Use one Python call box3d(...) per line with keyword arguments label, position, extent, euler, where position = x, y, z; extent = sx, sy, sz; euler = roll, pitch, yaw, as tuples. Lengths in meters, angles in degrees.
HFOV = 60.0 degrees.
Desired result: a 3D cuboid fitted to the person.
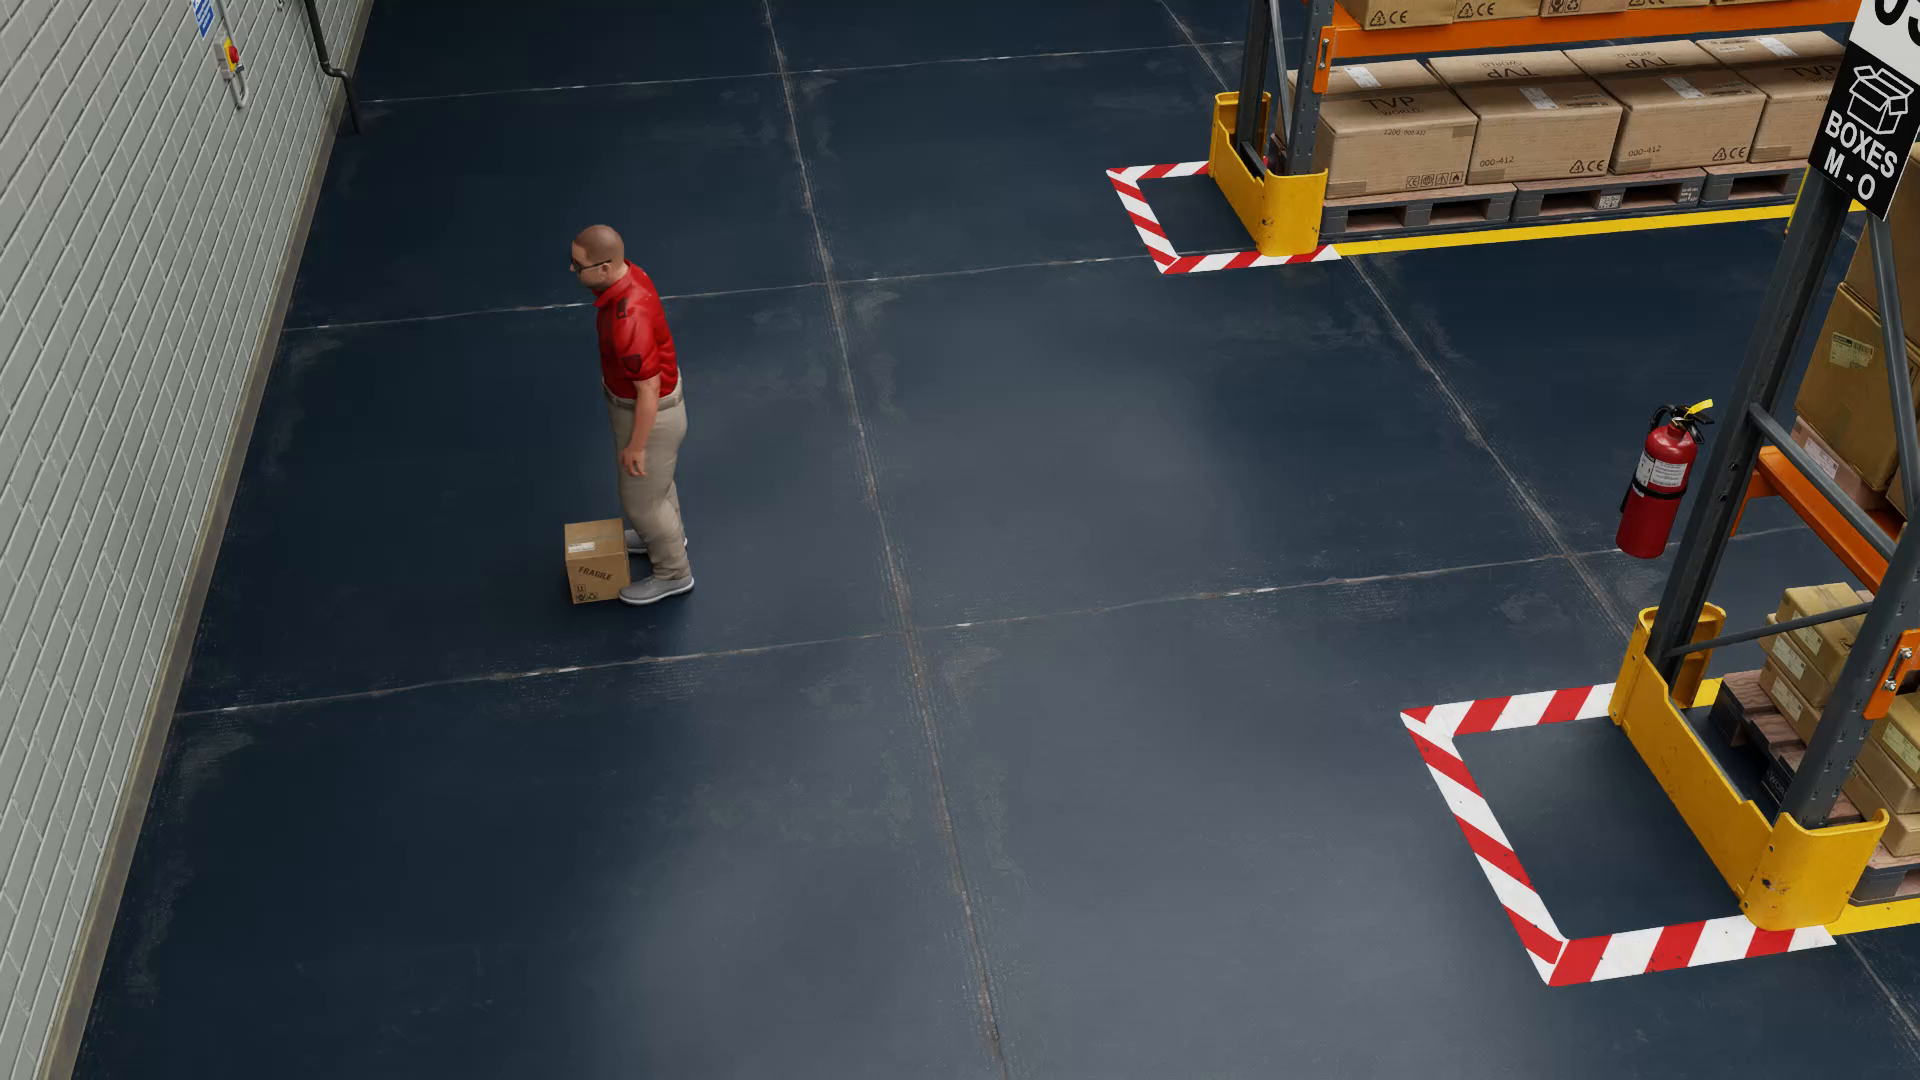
box3d(label="person", position=(-1.322, -0.523, 6.823), extent=(0.385, 1.728, 0.605), euler=(-8, 39, -10))
